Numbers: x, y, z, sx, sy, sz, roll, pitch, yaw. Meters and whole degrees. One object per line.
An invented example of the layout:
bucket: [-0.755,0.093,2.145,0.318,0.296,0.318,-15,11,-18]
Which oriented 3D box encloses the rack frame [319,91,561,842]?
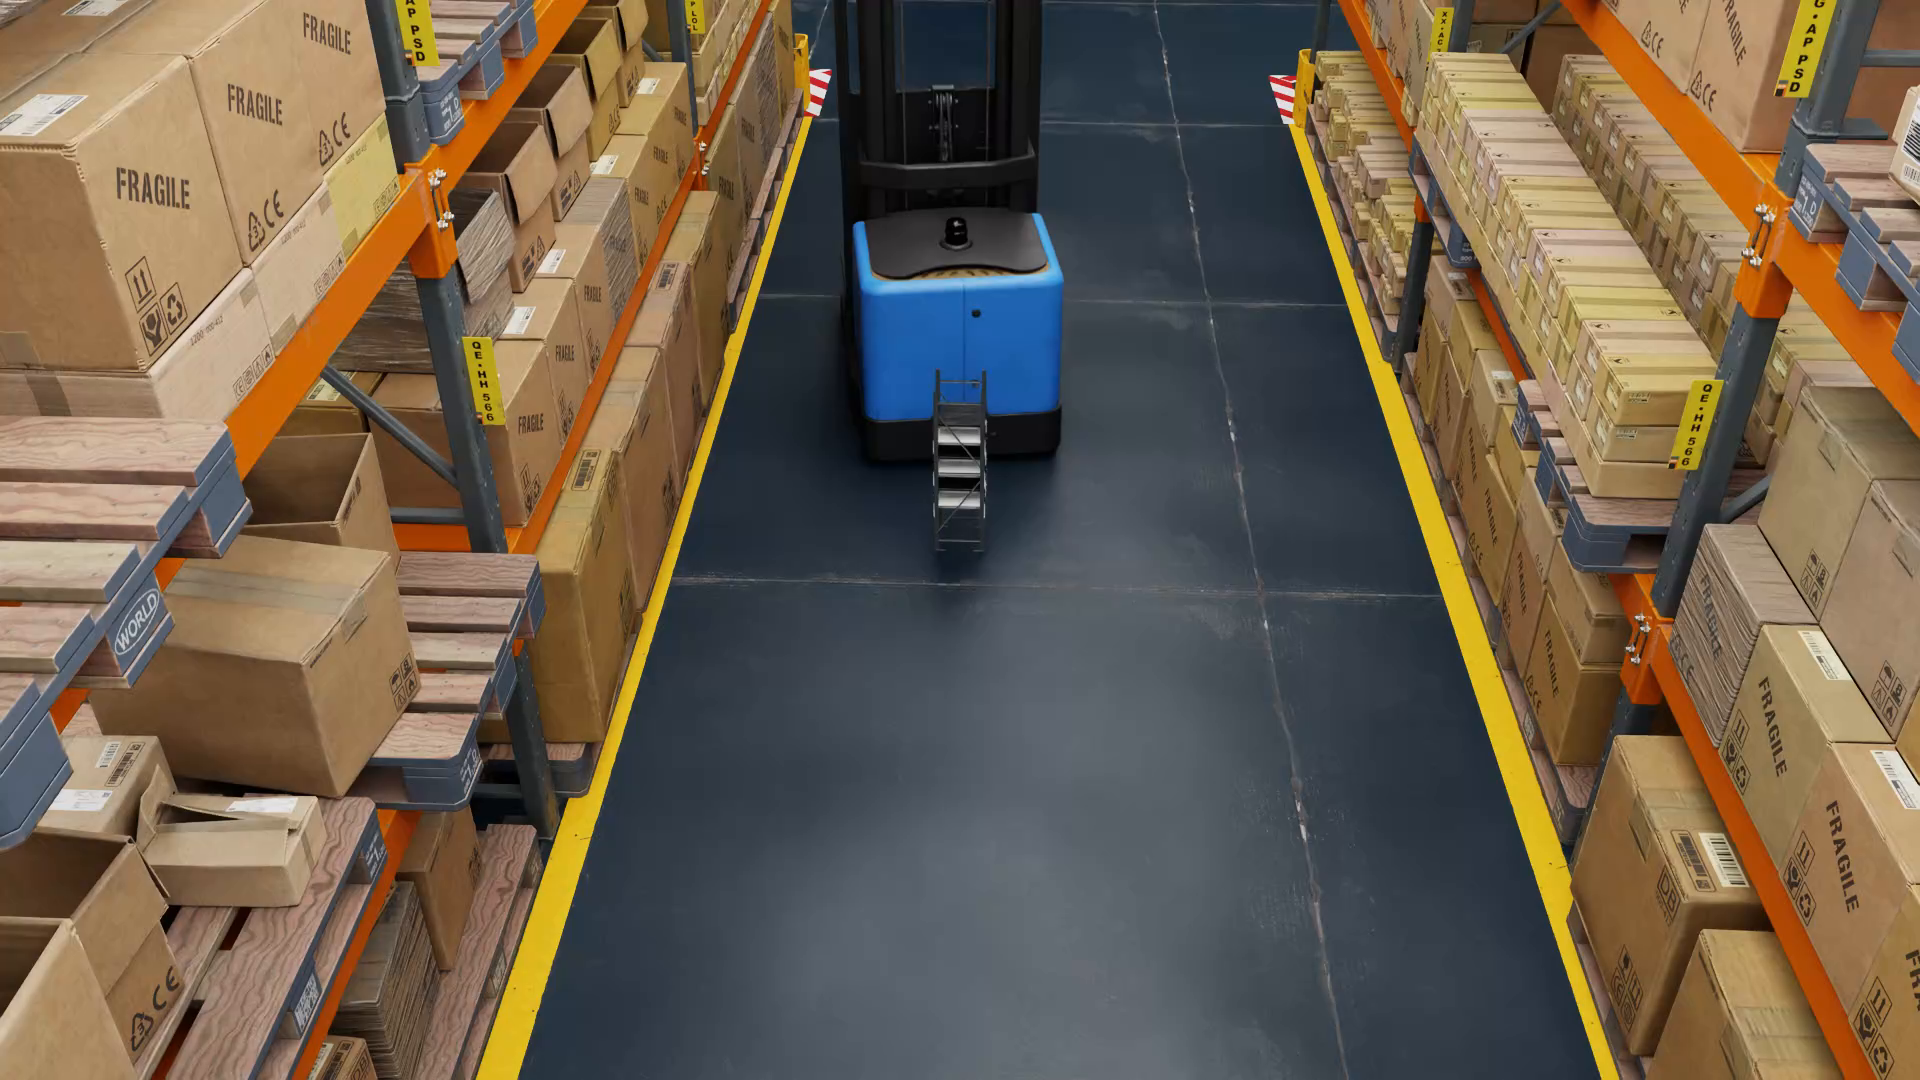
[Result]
rack frame: [-2.100,-0.083,5.760,1.000,3.000,0.127,1,35,2]

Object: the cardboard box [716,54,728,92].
cardboard box: [-1.575,-2.743,9.763,0.380,0.149,0.250,2,35,3]

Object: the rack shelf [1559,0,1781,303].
rack shelf: [2.932,-1.993,6.494,1.077,0.370,4.000,1,35,2]

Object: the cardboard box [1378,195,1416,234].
cardboard box: [2.740,-1.959,10.026,0.380,0.149,0.250,1,35,1]

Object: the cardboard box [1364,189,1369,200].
cardboard box: [2.828,-2.277,10.736,0.380,0.149,0.250,0,35,0]

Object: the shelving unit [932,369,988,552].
shelving unit: [0.000,-0.373,7.998,0.258,0.900,0.210,1,35,2]

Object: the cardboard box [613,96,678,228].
cardboard box: [-1.712,-1.863,8.206,0.500,0.500,0.500,2,35,3]

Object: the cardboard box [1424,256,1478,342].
cardboard box: [2.718,-1.246,8.571,0.500,0.250,0.500,0,35,0]

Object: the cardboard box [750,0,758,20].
cardboard box: [-1.526,-3.486,10.821,0.380,0.149,0.250,2,35,3]

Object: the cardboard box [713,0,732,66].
cardboard box: [-1.634,-2.991,9.769,0.500,0.250,0.500,1,35,2]

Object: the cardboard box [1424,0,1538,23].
cardboard box: [2.761,-3.057,8.776,0.500,0.500,0.500,0,35,0]

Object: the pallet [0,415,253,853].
pallet: [-2.091,0.116,3.031,1.213,0.211,1.003,1,35,2]

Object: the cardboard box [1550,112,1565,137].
cardboard box: [3.194,-2.045,8.405,0.380,0.149,0.250,1,35,1]

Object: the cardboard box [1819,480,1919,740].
cardboard box: [2.805,0.188,4.418,0.700,0.500,0.500,1,35,1]

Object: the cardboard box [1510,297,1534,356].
cardboard box: [2.457,-0.862,6.721,0.380,0.149,0.250,0,35,0]

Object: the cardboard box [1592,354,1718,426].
cardboard box: [2.413,-0.515,5.711,0.380,0.149,0.250,0,35,0]

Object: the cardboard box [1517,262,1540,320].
cardboard box: [2.456,-0.987,6.640,0.380,0.149,0.250,1,35,2]

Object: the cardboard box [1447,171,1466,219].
cardboard box: [2.506,-1.615,7.793,0.380,0.149,0.250,2,35,2]

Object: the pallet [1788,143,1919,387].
pallet: [2.879,-0.690,4.178,1.213,0.211,1.003,3,35,4]

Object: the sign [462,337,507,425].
sign: [-1.558,-0.518,5.440,0.100,0.325,0.005,1,35,2]

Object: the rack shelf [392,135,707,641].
rack shelf: [-2.020,-0.938,7.602,1.077,0.370,4.000,1,35,2]

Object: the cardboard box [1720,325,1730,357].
cardboard box: [3.088,-0.684,6.209,0.380,0.149,0.250,0,35,0]

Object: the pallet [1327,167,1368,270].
pallet: [3.050,-2.157,11.136,1.003,0.211,1.213,1,35,2]

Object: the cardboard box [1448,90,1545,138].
cardboard box: [2.519,-1.998,7.820,0.380,0.149,0.250,2,35,2]

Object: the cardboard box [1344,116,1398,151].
cardboard box: [2.779,-2.706,11.088,0.380,0.149,0.250,2,35,3]

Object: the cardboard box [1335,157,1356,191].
cardboard box: [2.768,-2.489,11.298,0.380,0.149,0.250,0,35,0]

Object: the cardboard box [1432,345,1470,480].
cardboard box: [2.698,-0.636,8.354,0.500,0.500,0.500,3,35,4]

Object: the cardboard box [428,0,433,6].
cardboard box: [-2.148,-1.877,5.248,0.797,0.503,0.637,3,35,5]

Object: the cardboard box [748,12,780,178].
cardboard box: [-1.761,-3.090,11.520,0.875,0.875,0.875,1,35,2]

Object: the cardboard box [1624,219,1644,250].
cardboard box: [3.145,-1.297,7.340,0.380,0.149,0.250,3,35,4]

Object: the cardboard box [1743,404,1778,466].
cardboard box: [3.082,-0.386,6.044,0.380,0.149,0.250,3,35,4]

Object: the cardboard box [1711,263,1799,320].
cardboard box: [3.097,-0.932,6.303,0.380,0.149,0.250,0,35,0]

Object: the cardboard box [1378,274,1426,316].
cardboard box: [2.687,-1.447,9.815,0.380,0.149,0.250,2,35,2]

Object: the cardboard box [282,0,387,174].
cardboard box: [-1.870,-1.276,4.327,0.500,0.500,0.500,2,35,3]

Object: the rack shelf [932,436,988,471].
rack shelf: [0.000,-0.419,7.965,0.258,0.077,0.200,1,35,2]

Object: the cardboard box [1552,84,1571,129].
cardboard box: [3.193,-2.166,8.318,0.380,0.149,0.250,2,35,3]

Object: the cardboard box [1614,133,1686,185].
cardboard box: [3.145,-1.691,7.384,0.380,0.149,0.250,0,35,0]

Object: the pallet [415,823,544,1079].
pallet: [-2.133,1.506,5.923,1.003,0.211,1.213,1,35,2]

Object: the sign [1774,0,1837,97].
sign: [2.309,-1.363,4.523,0.100,0.325,0.005,1,35,2]

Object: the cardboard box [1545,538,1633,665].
cardboard box: [2.617,0.234,6.464,0.500,0.250,0.500,1,35,1]

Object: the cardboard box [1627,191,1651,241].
cardboard box: [3.144,-1.409,7.241,0.380,0.149,0.250,1,35,2]

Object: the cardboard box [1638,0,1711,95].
cardboard box: [2.628,-1.800,5.507,0.500,0.500,0.500,1,35,2]

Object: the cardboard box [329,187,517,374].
cardboard box: [-2.055,-0.954,6.040,0.797,0.503,0.637,2,35,3]

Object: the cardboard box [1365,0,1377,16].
cardboard box: [2.836,-3.536,10.327,0.500,0.500,0.500,0,35,1]

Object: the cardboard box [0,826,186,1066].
cardboard box: [-2.284,1.003,3.760,0.797,0.503,0.637,5,35,7]

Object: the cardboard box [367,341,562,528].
cardboard box: [-1.809,-0.397,6.120,0.500,0.500,0.500,2,35,3]

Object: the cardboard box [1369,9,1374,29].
cardboard box: [2.821,-3.328,10.596,0.380,0.149,0.250,3,35,4]

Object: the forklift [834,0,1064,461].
forklift: [-0.140,-2.446,9.181,1.130,2.935,3.031,-4,35,-5]

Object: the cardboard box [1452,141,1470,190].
cardboard box: [2.509,-1.737,7.708,0.380,0.149,0.250,0,35,0]

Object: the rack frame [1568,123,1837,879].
rack frame: [2.851,0.089,5.514,1.000,3.000,0.127,1,35,2]

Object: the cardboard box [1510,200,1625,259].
cardboard box: [2.467,-1.258,6.767,0.380,0.149,0.250,3,35,4]

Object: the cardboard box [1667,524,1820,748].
cardboard box: [2.564,0.300,5.127,0.500,0.500,0.500,2,35,2]

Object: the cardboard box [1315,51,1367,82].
cardboard box: [2.812,-3.463,12.165,0.380,0.149,0.250,0,35,0]

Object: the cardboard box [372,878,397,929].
cardboard box: [-2.109,1.143,5.154,0.500,0.250,0.500,5,35,7]
